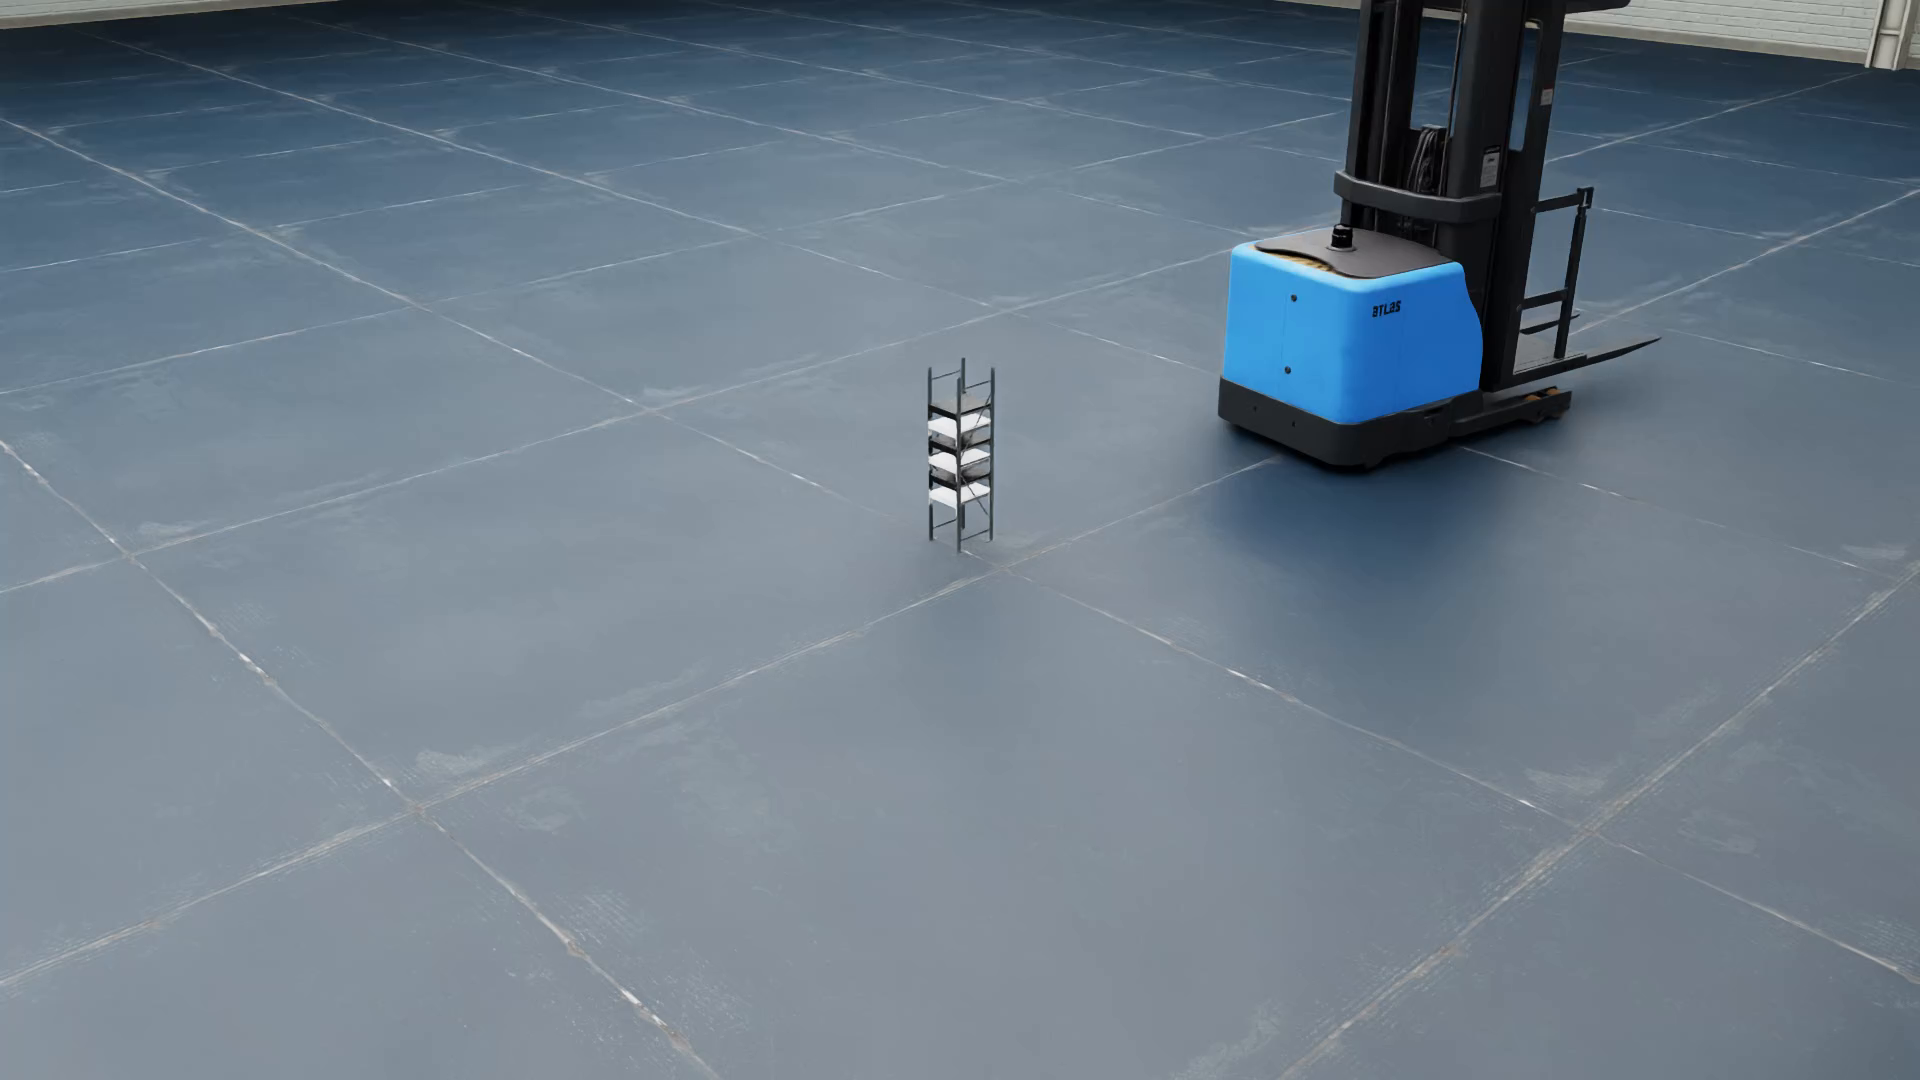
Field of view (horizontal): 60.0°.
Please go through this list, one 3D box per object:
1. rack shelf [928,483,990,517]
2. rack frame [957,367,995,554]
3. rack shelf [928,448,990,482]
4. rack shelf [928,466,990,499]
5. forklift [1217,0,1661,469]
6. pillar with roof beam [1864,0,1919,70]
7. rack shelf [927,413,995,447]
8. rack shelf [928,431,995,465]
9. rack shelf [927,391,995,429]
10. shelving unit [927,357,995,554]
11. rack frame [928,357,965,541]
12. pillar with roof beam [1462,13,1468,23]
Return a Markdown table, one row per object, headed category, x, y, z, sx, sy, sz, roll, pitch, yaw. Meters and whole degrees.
| category | x | y | z | sx | sy | sz | roll | pitch | yaw |
| --- | --- | --- | --- | --- | --- | --- | --- | --- | --- |
| rack shelf | 0.006 | -0.213 | 8.146 | 0.258 | 0.077 | 0.200 | -21 | 32 | -38 |
| rack frame | 0.075 | -0.376 | 7.990 | 0.240 | 0.900 | 0.006 | -21 | 32 | -38 |
| rack shelf | 0.006 | -0.377 | 8.072 | 0.258 | 0.077 | 0.200 | -21 | 32 | -38 |
| rack shelf | 0.006 | -0.295 | 8.109 | 0.258 | 0.077 | 0.200 | -21 | 32 | -38 |
| forklift | 3.005 | -2.179 | 9.496 | 3.031 | 2.935 | 1.130 | -16 | 29 | -31 |
| pillar with roof beam | 9.019 | -9.088 | 17.329 | 9.100 | 9.000 | 0.400 | -21 | 32 | -38 |
| rack shelf | 0.006 | -0.540 | 7.997 | 0.258 | 0.077 | 0.200 | -21 | 32 | -38 |
| rack shelf | 0.006 | -0.459 | 8.034 | 0.258 | 0.077 | 0.200 | -21 | 32 | -38 |
| rack shelf | 0.006 | -0.622 | 7.960 | 0.258 | 0.077 | 0.200 | -21 | 32 | -38 |
| shelving unit | 0.006 | -0.407 | 8.058 | 0.258 | 0.900 | 0.210 | -21 | 32 | -38 |
| rack frame | -0.064 | -0.438 | 8.125 | 0.240 | 0.900 | 0.006 | -21 | 32 | -38 |
| pillar with roof beam | 4.918 | -10.906 | 21.314 | 9.100 | 9.000 | 0.400 | -21 | 32 | -38 |
